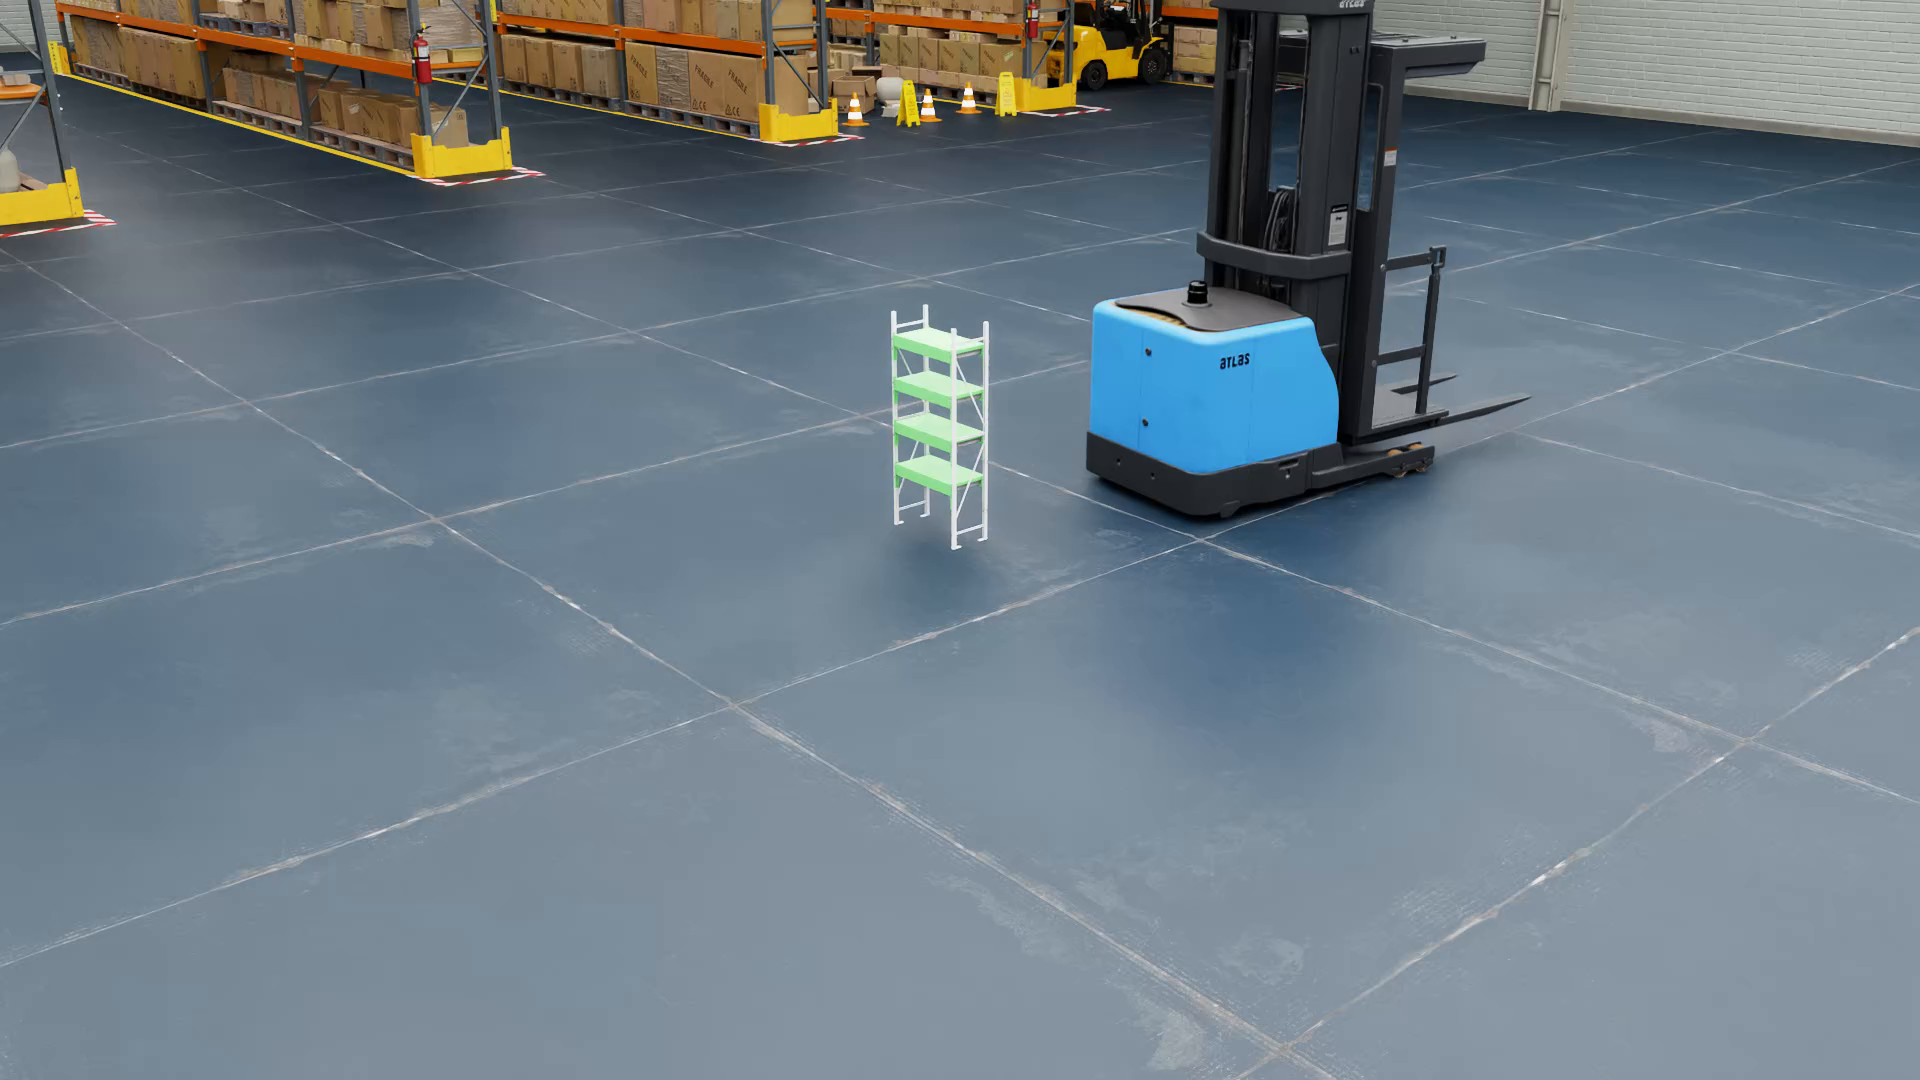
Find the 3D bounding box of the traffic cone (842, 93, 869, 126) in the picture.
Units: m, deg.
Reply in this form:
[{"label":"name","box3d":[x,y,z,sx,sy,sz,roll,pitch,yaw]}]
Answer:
[{"label":"traffic cone","box3d":[-1.559,-6.410,24.714,0.336,0.463,0.334,-17,27,-37]}]

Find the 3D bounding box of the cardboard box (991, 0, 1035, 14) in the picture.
[{"label":"cardboard box","box3d":[0.833,-8.582,26.237,0.500,0.500,0.500,-18,28,-38]}]

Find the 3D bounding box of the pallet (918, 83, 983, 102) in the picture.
[{"label":"pallet","box3d":[0.051,-7.605,28.111,1.003,0.211,1.213,-17,27,-37]}]

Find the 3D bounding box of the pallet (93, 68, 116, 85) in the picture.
[{"label":"pallet","box3d":[-15.182,-8.536,30.489,1.003,0.211,1.213,-17,27,-37]}]

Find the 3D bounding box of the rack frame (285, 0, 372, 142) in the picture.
[{"label":"rack frame","box3d":[-8.722,-7.058,22.892,1.000,3.000,0.127,-17,27,-37]}]

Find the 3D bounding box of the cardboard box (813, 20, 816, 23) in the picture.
[{"label":"cardboard box","box3d":[-3.498,-11.916,38.466,0.396,0.266,0.258,-16,27,-36]}]

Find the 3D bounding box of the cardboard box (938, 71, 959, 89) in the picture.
[{"label":"cardboard box","box3d":[-0.013,-7.675,27.661,0.500,0.250,0.500,-19,28,-39]}]

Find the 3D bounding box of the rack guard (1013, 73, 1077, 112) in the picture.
[{"label":"rack guard","box3d":[1.347,-7.169,26.603,1.175,0.500,0.348,-17,27,-37]}]

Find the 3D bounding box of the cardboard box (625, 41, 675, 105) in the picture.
[{"label":"cardboard box","box3d":[-4.541,-7.227,25.660,0.875,0.875,0.875,-17,27,-37]}]

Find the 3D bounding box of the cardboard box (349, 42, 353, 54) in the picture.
[{"label":"cardboard box","box3d":[-7.623,-6.341,21.405,0.380,0.149,0.250,-17,27,-37]}]

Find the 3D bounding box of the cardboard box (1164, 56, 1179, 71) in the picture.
[{"label":"cardboard box","box3d":[3.971,-8.745,30.393,0.500,0.250,0.500,-17,27,-37]}]

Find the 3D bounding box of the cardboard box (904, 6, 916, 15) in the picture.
[{"label":"cardboard box","box3d":[-0.716,-8.937,28.033,0.380,0.149,0.250,-16,27,-36]}]

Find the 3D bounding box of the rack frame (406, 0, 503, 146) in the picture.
[{"label":"rack frame","box3d":[-6.111,-5.953,20.071,1.000,3.000,0.127,-17,27,-37]}]

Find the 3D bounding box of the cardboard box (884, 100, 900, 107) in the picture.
[{"label":"cardboard box","box3d":[-0.989,-6.866,26.310,0.380,0.149,0.250,-4,22,-10]}]

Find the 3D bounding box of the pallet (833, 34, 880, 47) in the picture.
[{"label":"pallet","box3d":[-2.119,-11.296,37.536,1.003,0.211,1.213,-17,27,-37]}]

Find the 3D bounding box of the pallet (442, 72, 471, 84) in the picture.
[{"label":"pallet","box3d":[-8.811,-8.571,30.578,1.003,0.211,1.213,-17,27,-37]}]

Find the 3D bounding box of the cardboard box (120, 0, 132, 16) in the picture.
[{"label":"cardboard box","box3d":[-13.833,-9.129,28.041,0.500,0.500,0.500,-17,27,-37]}]

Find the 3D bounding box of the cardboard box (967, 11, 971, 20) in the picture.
[{"label":"cardboard box","box3d":[0.338,-8.535,27.008,0.380,0.149,0.250,-17,27,-37]}]

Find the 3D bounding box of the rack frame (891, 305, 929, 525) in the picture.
[{"label":"rack frame","box3d":[-0.267,-0.672,9.054,0.240,1.200,0.015,-17,27,-37]}]

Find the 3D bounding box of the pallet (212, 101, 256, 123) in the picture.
[{"label":"pallet","box3d":[-10.824,-6.649,25.670,1.003,0.211,1.213,-17,27,-37]}]

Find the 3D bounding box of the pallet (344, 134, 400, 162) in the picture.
[{"label":"pallet","box3d":[-7.456,-5.246,22.087,1.003,0.211,1.213,-17,27,-37]}]

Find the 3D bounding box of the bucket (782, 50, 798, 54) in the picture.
[{"label":"bucket","box3d":[-3.063,-7.906,27.461,0.726,0.611,0.620,-8,13,-19]}]

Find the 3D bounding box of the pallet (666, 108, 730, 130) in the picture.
[{"label":"pallet","box3d":[-3.661,-6.347,24.899,1.003,0.211,1.213,-17,27,-37]}]

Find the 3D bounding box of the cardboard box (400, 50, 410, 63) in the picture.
[{"label":"cardboard box","box3d":[-6.616,-5.935,20.369,0.380,0.149,0.250,-17,27,-37]}]

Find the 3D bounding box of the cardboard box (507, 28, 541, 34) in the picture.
[{"label":"cardboard box","box3d":[-7.776,-8.945,29.533,0.500,0.250,0.500,-19,28,-40]}]

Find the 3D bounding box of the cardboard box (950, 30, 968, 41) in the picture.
[{"label":"cardboard box","box3d":[0.053,-8.267,27.255,0.380,0.149,0.250,-16,27,-35]}]

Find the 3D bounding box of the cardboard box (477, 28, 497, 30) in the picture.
[{"label":"cardboard box","box3d":[-8.493,-8.961,29.572,0.500,0.250,0.500,-17,27,-37]}]

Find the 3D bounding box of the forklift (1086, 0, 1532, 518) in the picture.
[{"label":"forklift","box3d":[2.255,-1.882,9.770,3.031,2.935,1.130,-14,25,-31]}]

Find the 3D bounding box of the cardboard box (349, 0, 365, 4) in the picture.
[{"label":"cardboard box","box3d":[-7.313,-6.973,20.757,0.500,0.500,0.500,-17,27,-37]}]

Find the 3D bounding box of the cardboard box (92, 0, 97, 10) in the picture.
[{"label":"cardboard box","box3d":[-15.064,-9.442,29.323,0.380,0.149,0.250,-17,27,-36]}]

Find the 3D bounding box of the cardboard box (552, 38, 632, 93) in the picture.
[{"label":"cardboard box","box3d":[-5.999,-7.777,27.235,1.050,0.750,0.750,-17,27,-37]}]

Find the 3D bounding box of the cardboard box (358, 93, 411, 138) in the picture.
[{"label":"cardboard box","box3d":[-7.647,-5.661,22.175,0.500,0.500,0.500,19,29,40]}]

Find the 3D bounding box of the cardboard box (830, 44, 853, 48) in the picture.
[{"label":"cardboard box","box3d":[-2.486,-8.923,30.681,0.950,0.372,0.625,-16,27,-36]}]

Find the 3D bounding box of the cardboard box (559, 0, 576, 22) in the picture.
[{"label":"cardboard box","box3d":[-6.102,-8.618,26.736,0.500,0.500,0.500,-17,27,-37]}]

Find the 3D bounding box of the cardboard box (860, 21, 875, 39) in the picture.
[{"label":"cardboard box","box3d":[-1.856,-11.371,36.755,0.500,0.500,0.500,-18,28,-39]}]

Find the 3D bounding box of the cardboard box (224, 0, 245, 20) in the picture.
[{"label":"cardboard box","box3d":[-10.413,-7.771,24.342,0.500,0.250,0.500,-18,28,-39]}]

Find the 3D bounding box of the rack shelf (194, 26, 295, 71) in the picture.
[{"label":"rack shelf","box3d":[-10.028,-7.276,24.434,1.077,0.370,4.000,-17,27,-37]}]

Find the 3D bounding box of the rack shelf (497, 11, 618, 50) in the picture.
[{"label":"rack shelf","box3d":[-6.204,-8.429,27.378,1.077,0.370,4.000,-17,27,-37]}]

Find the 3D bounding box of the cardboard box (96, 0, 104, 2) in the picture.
[{"label":"cardboard box","box3d":[-14.771,-9.539,29.024,0.500,0.250,0.500,-16,27,-36]}]

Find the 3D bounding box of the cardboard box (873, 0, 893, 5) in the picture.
[{"label":"cardboard box","box3d":[-1.139,-9.415,28.363,0.500,0.500,0.500,-18,27,-38]}]

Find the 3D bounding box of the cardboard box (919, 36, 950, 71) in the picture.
[{"label":"cardboard box","box3d":[-0.339,-8.166,27.886,0.500,0.500,0.500,-16,26,-35]}]

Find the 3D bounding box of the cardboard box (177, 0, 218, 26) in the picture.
[{"label":"cardboard box","box3d":[-11.843,-8.287,25.893,0.500,0.500,0.500,-16,27,-36]}]

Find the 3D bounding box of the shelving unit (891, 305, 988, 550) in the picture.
[{"label":"shelving unit","box3d":[-0.108,-0.604,8.882,0.258,1.200,0.503,-17,27,-37]}]

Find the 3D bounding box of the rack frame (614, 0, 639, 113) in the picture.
[{"label":"rack frame","box3d":[-4.899,-8.211,25.836,1.000,3.000,0.127,-17,27,-37]}]

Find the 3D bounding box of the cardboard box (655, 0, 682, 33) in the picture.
[{"label":"cardboard box","box3d":[-4.009,-7.858,24.729,0.875,0.550,0.550,-17,27,-37]}]

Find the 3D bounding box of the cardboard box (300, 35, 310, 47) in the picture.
[{"label":"cardboard box","box3d":[-8.656,-6.738,22.419,0.380,0.149,0.250,-17,27,-37]}]

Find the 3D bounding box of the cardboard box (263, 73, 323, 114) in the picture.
[{"label":"cardboard box","box3d":[-9.769,-6.565,24.456,0.500,0.500,0.700,20,29,41]}]

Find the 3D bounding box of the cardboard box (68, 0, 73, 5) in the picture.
[{"label":"cardboard box","box3d":[-16.066,-9.867,30.408,0.380,0.149,0.250,-18,28,-38]}]

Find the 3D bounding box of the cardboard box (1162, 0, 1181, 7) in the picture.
[{"label":"cardboard box","box3d":[3.968,-9.902,30.016,0.500,0.500,0.500,-18,28,-38]}]

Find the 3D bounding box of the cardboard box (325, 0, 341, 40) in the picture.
[{"label":"cardboard box","box3d":[-7.773,-6.844,21.799,0.875,0.500,0.500,-17,27,-37]}]
